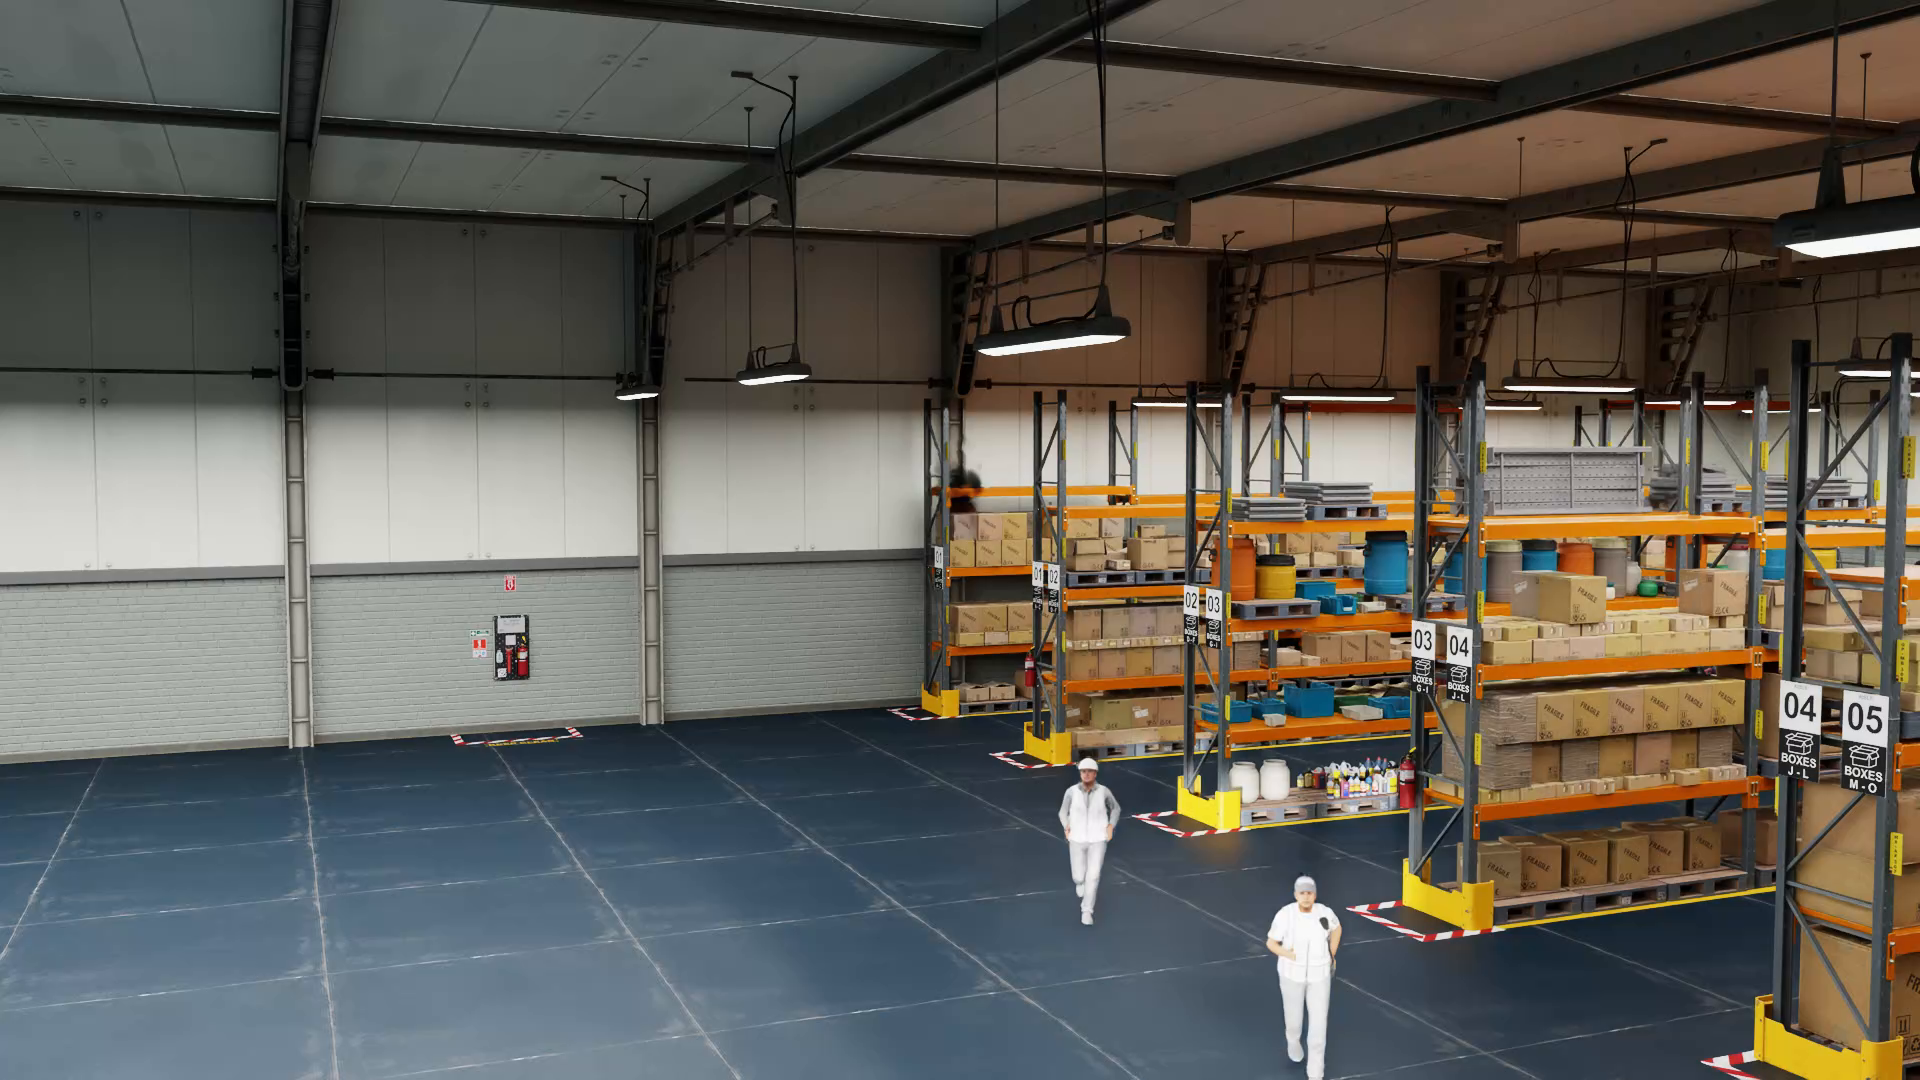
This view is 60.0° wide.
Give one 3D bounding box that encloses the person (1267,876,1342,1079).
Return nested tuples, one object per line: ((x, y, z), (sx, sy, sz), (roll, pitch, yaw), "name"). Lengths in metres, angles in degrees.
((2.776, 3.530, 13.394), (0.608, 1.674, 0.925), (0, 3, 8), "person")

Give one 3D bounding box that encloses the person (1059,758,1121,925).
((1.410, 3.241, 18.102), (0.676, 1.736, 0.791), (0, 3, 8), "person")
